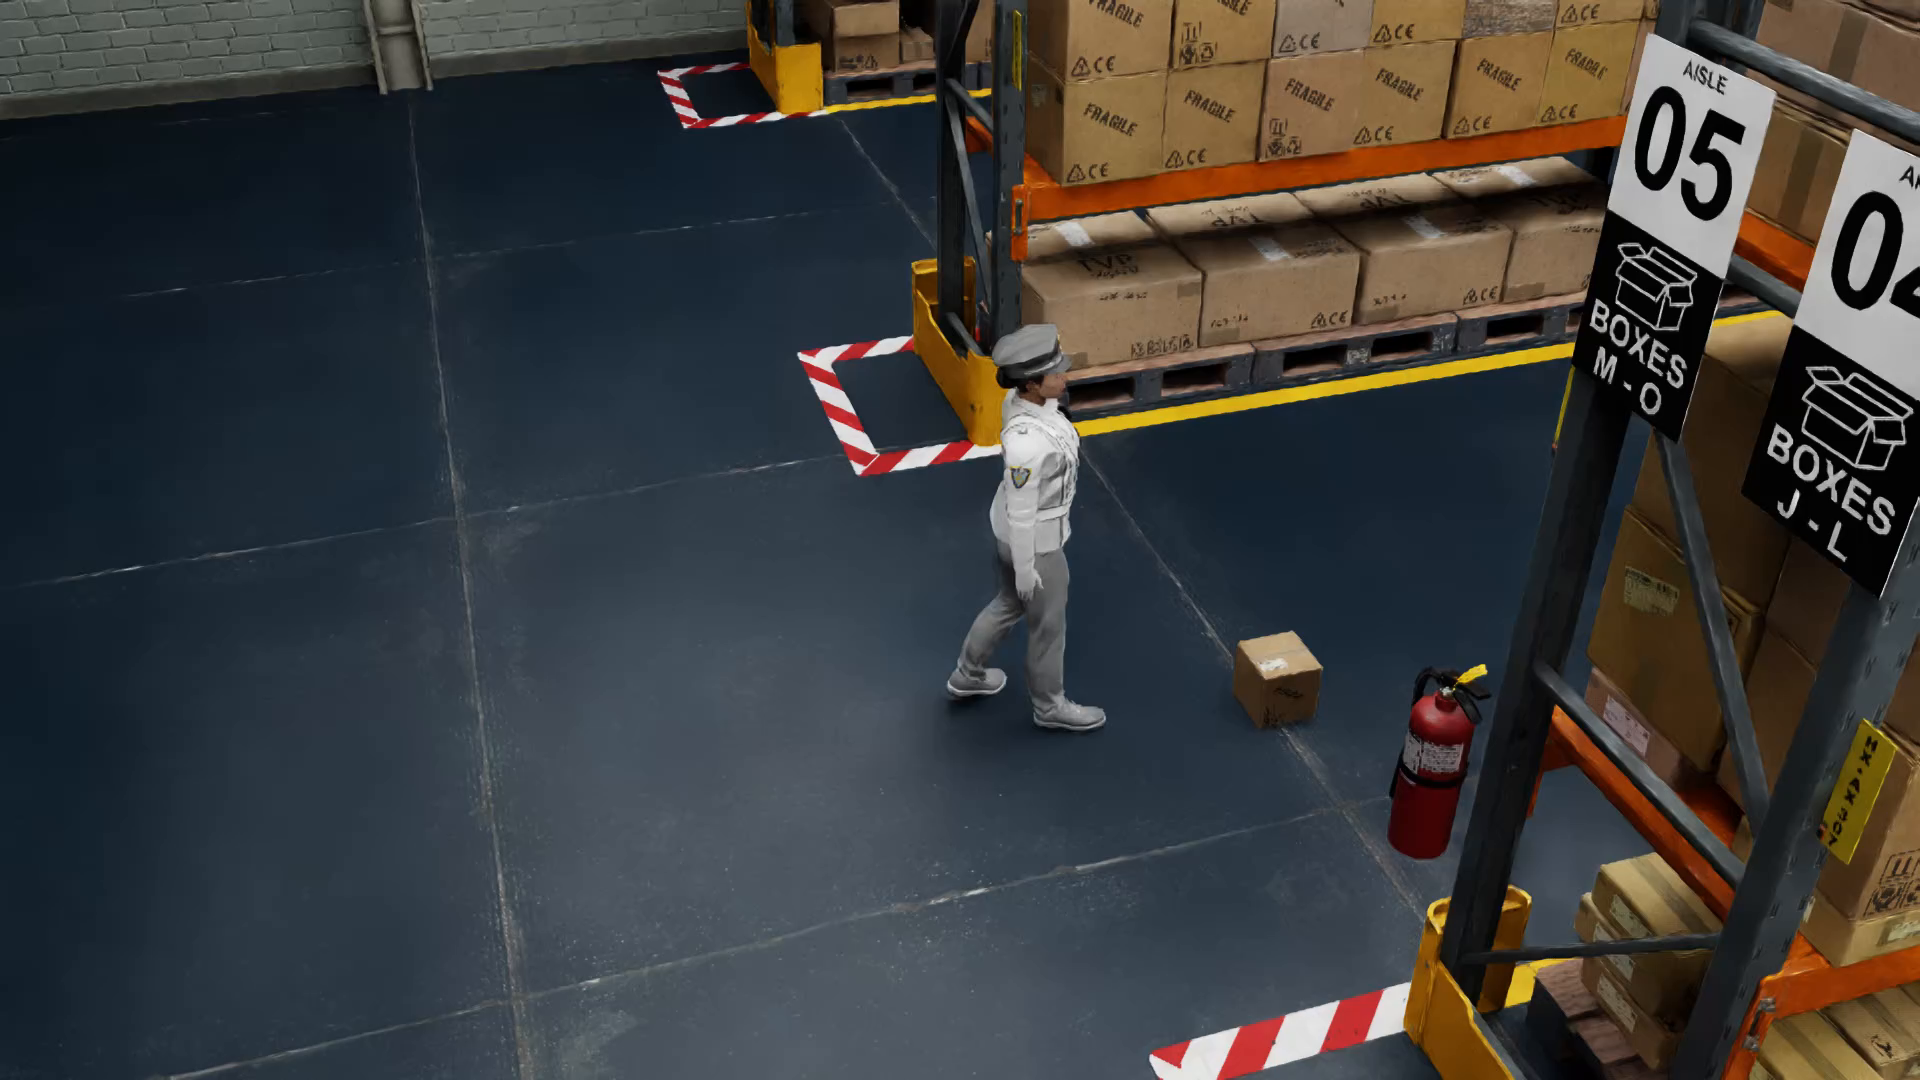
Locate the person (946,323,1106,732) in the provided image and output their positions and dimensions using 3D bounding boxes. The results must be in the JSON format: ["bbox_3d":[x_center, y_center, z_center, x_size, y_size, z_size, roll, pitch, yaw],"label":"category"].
[{"bbox_3d":[0.259,-0.027,6.144,0.624,1.685,0.494,-2,34,-2],"label":"person"}]
